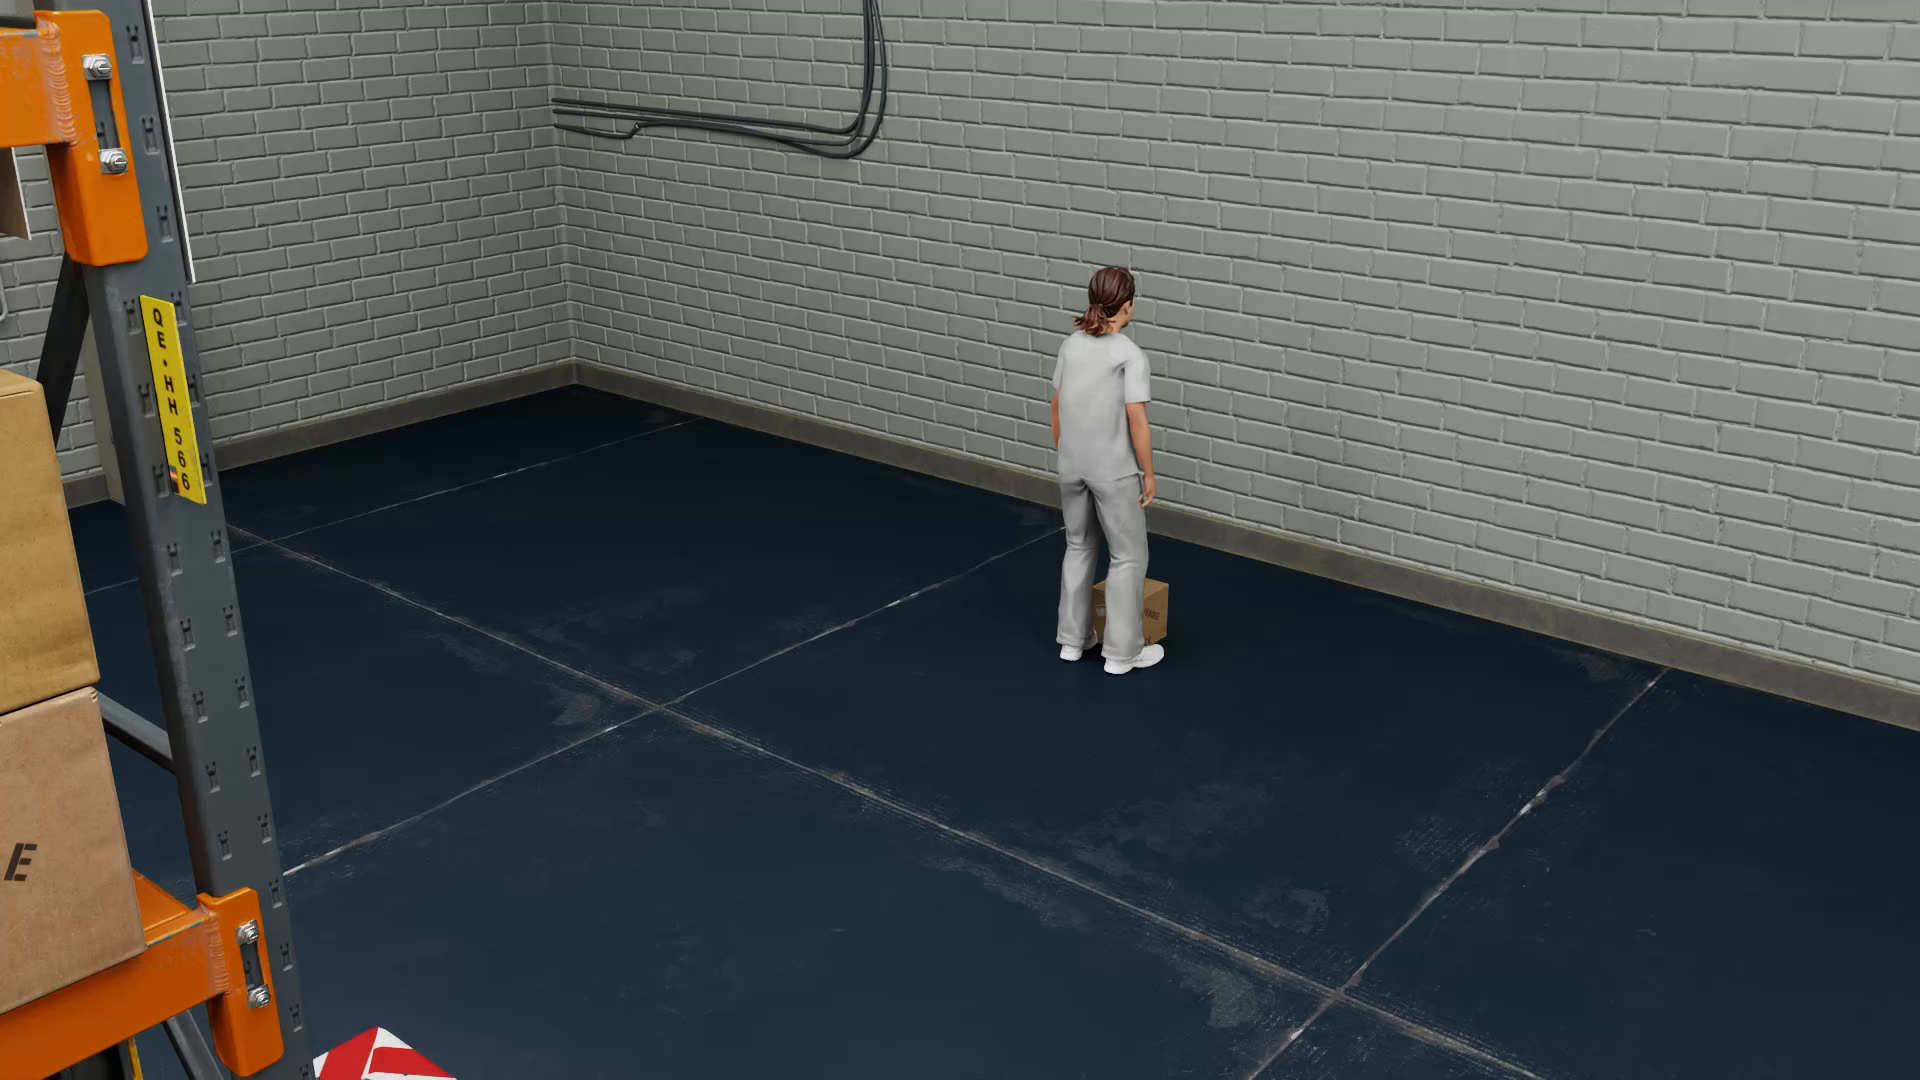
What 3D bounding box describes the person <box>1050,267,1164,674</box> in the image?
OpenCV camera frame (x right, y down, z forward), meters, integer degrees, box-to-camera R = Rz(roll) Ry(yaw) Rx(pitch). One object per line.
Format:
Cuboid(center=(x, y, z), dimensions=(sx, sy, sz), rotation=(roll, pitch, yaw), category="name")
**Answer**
Cuboid(center=(0.589, -0.282, 6.841), dimensions=(0.484, 1.672, 0.360), rotation=(16, 25, 36), category="person")
